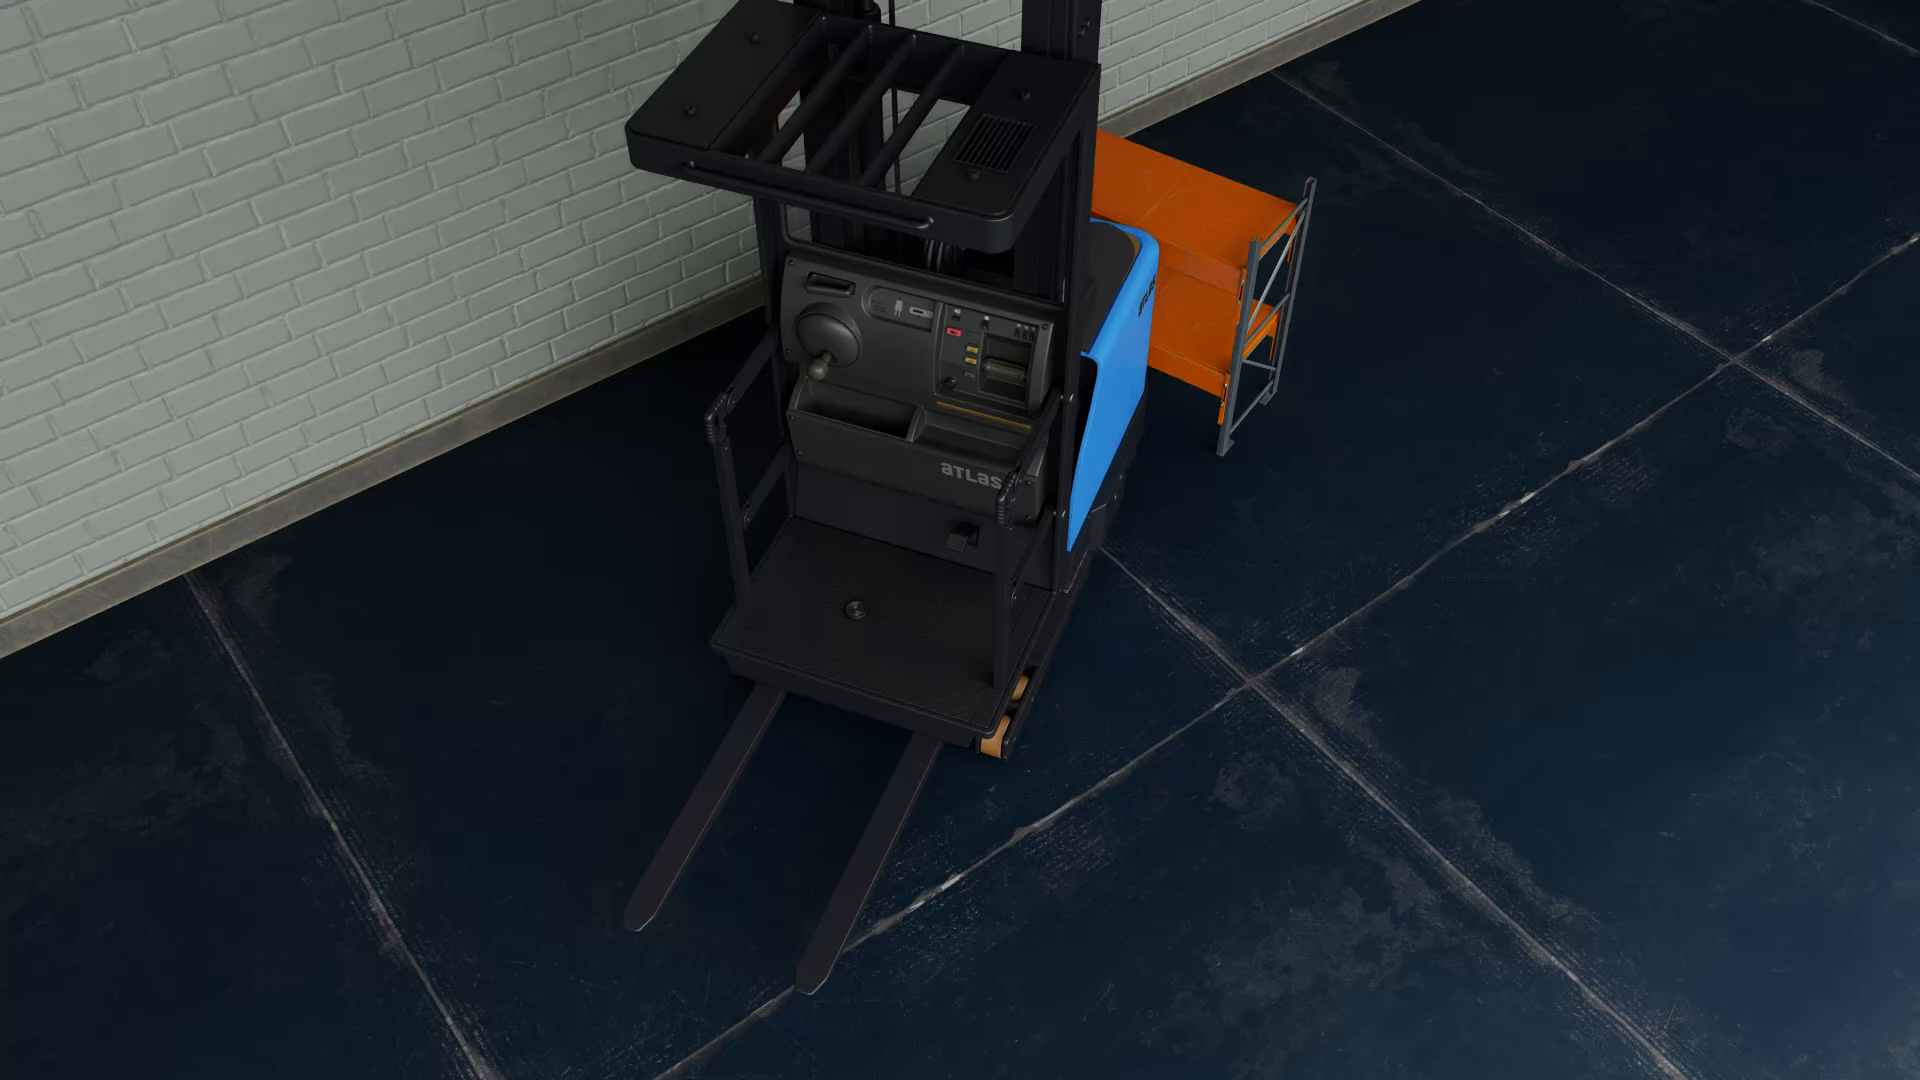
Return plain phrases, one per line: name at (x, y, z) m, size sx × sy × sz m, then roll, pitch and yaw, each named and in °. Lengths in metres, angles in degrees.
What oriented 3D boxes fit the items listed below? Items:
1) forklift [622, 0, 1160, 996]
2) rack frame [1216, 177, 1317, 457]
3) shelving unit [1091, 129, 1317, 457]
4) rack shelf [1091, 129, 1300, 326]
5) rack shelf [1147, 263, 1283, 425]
forklift at (-0.225, -0.554, 5.273) m, size 1.130 × 2.935 × 3.031 m, roll 16°, pitch 50°, yaw 14°
rack frame at (1.244, -0.890, 6.796) m, size 0.032 × 1.125 × 0.500 m, roll 27°, pitch 53°, yaw 22°
shelving unit at (0.826, -1.104, 6.990) m, size 1.048 × 1.125 × 0.538 m, roll 27°, pitch 53°, yaw 22°
rack shelf at (0.826, -1.300, 6.773) m, size 1.000 × 0.278 × 0.538 m, roll 27°, pitch 53°, yaw 22°
rack shelf at (0.826, -0.940, 7.171) m, size 1.000 × 0.278 × 0.538 m, roll 27°, pitch 53°, yaw 22°
